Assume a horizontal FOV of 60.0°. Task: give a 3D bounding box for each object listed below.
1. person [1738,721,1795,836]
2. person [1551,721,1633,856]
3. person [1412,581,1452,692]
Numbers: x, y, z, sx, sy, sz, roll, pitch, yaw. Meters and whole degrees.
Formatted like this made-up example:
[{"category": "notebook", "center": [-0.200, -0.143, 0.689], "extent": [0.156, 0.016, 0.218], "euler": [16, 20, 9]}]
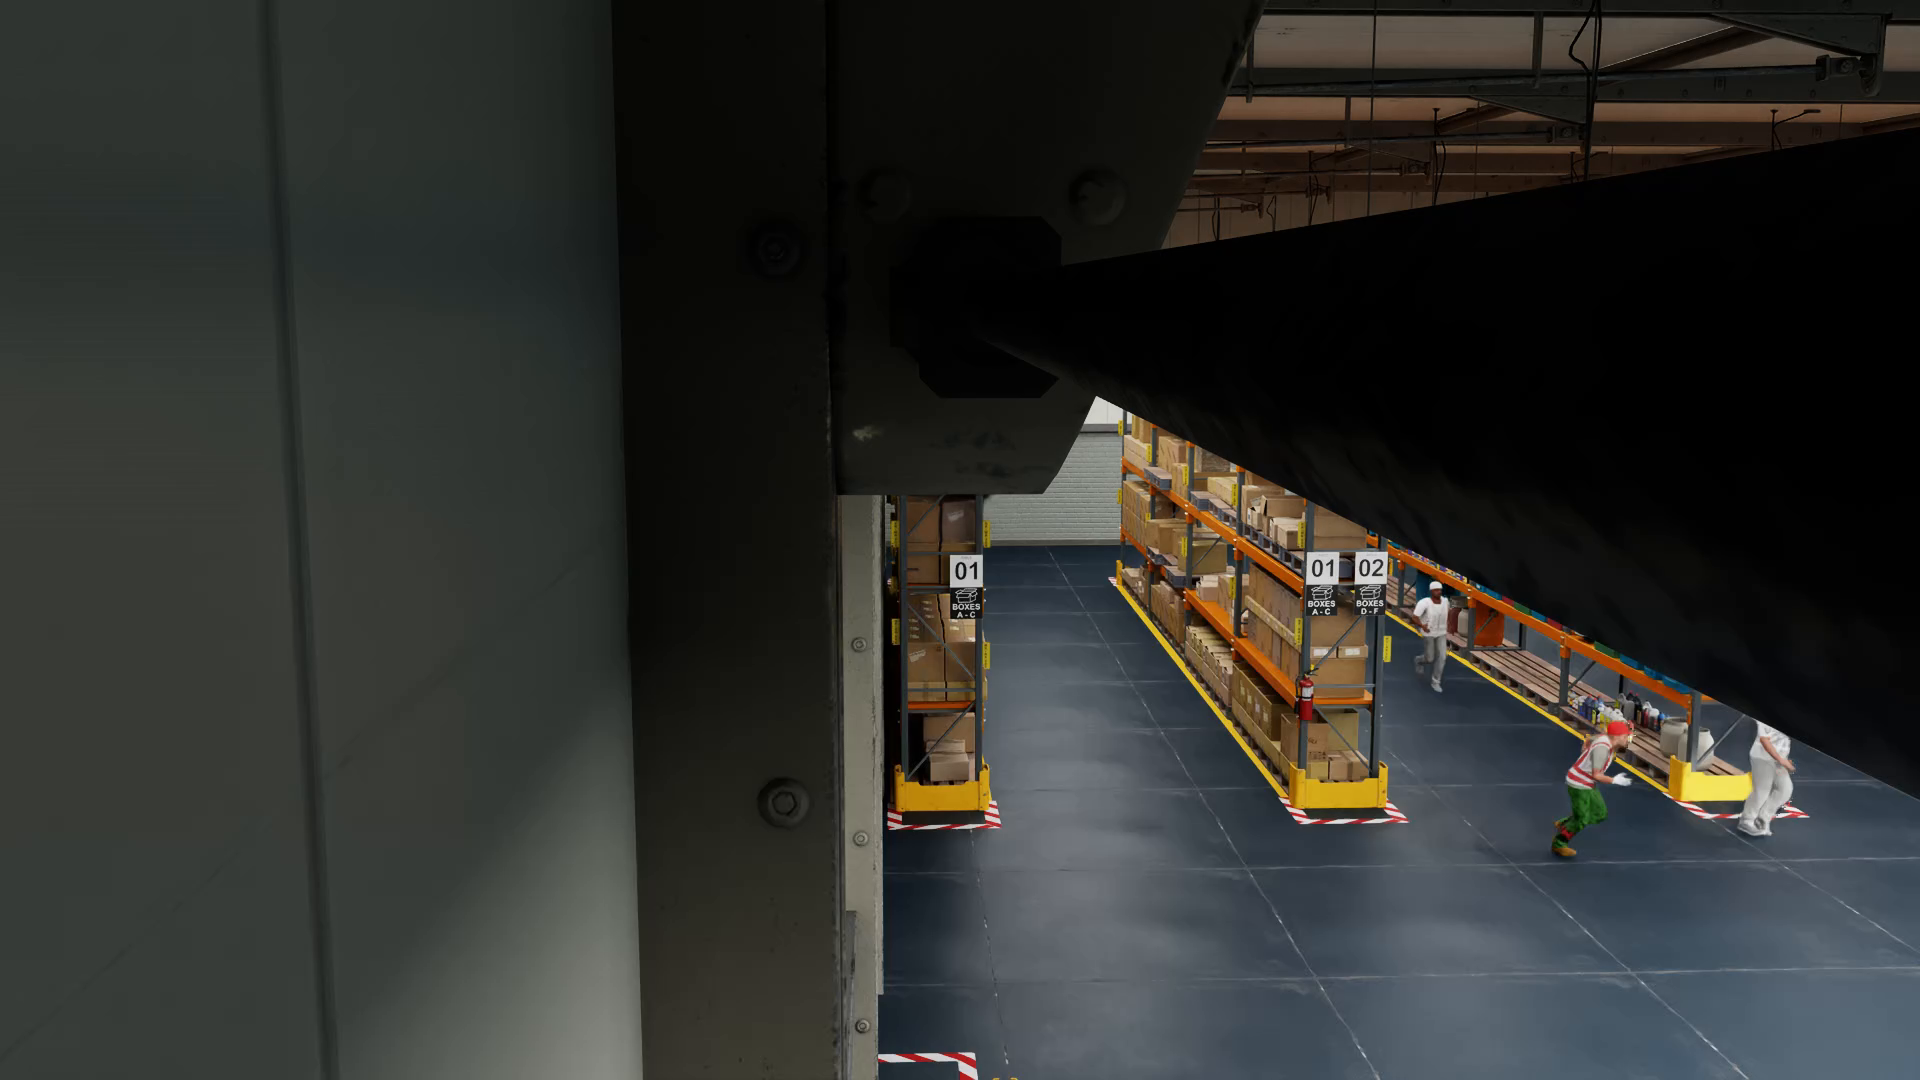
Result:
[{"category": "person", "center": [9.538, 2.637, 19.487], "extent": [0.581, 1.838, 0.630], "euler": [7, 11, 41]}, {"category": "person", "center": [7.151, 2.790, 18.764], "extent": [0.828, 1.601, 0.696], "euler": [4, 9, 27]}, {"category": "person", "center": [7.646, 1.531, 26.919], "extent": [0.693, 1.765, 0.824], "euler": [-1, 9, -9]}]
